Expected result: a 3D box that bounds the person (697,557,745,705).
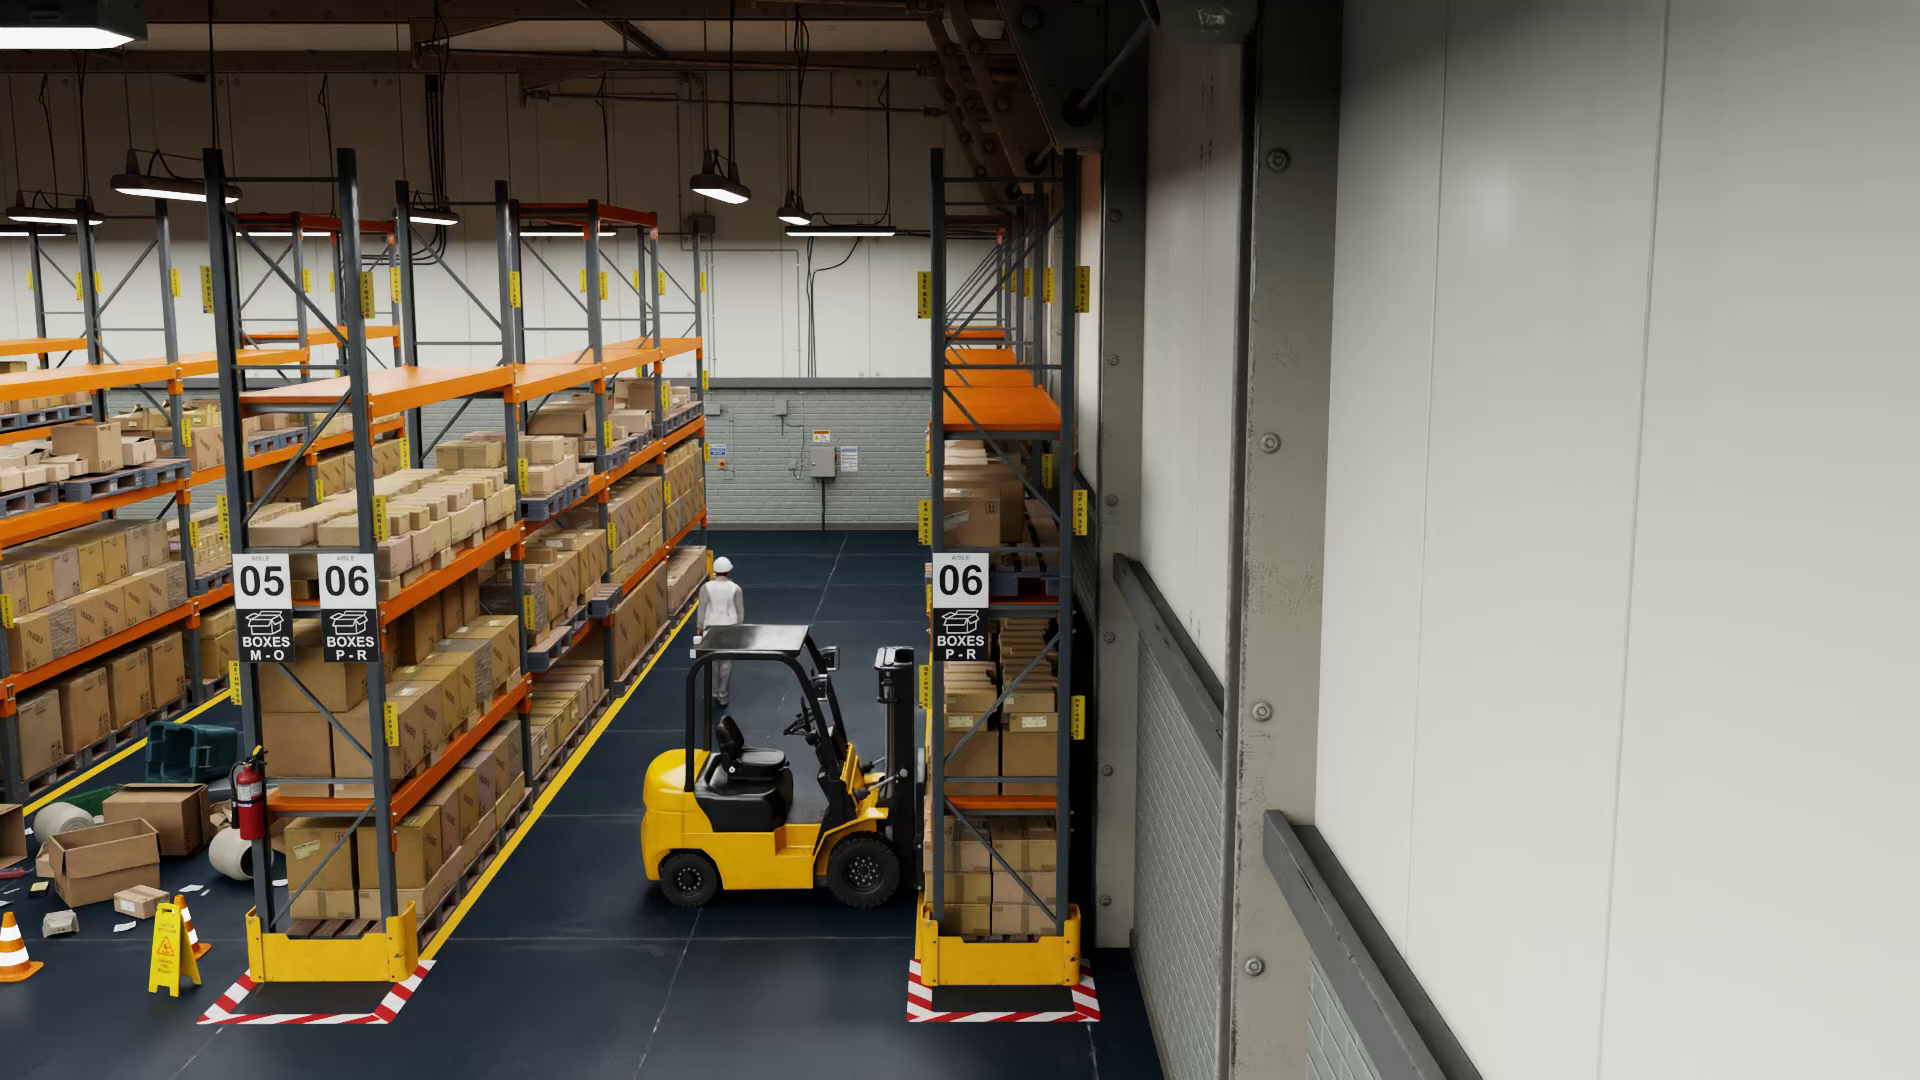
[{"bbox_3d":[-2.889,1.119,20.100,0.577,1.820,0.613,-1,9,-5],"label":"person"}]
